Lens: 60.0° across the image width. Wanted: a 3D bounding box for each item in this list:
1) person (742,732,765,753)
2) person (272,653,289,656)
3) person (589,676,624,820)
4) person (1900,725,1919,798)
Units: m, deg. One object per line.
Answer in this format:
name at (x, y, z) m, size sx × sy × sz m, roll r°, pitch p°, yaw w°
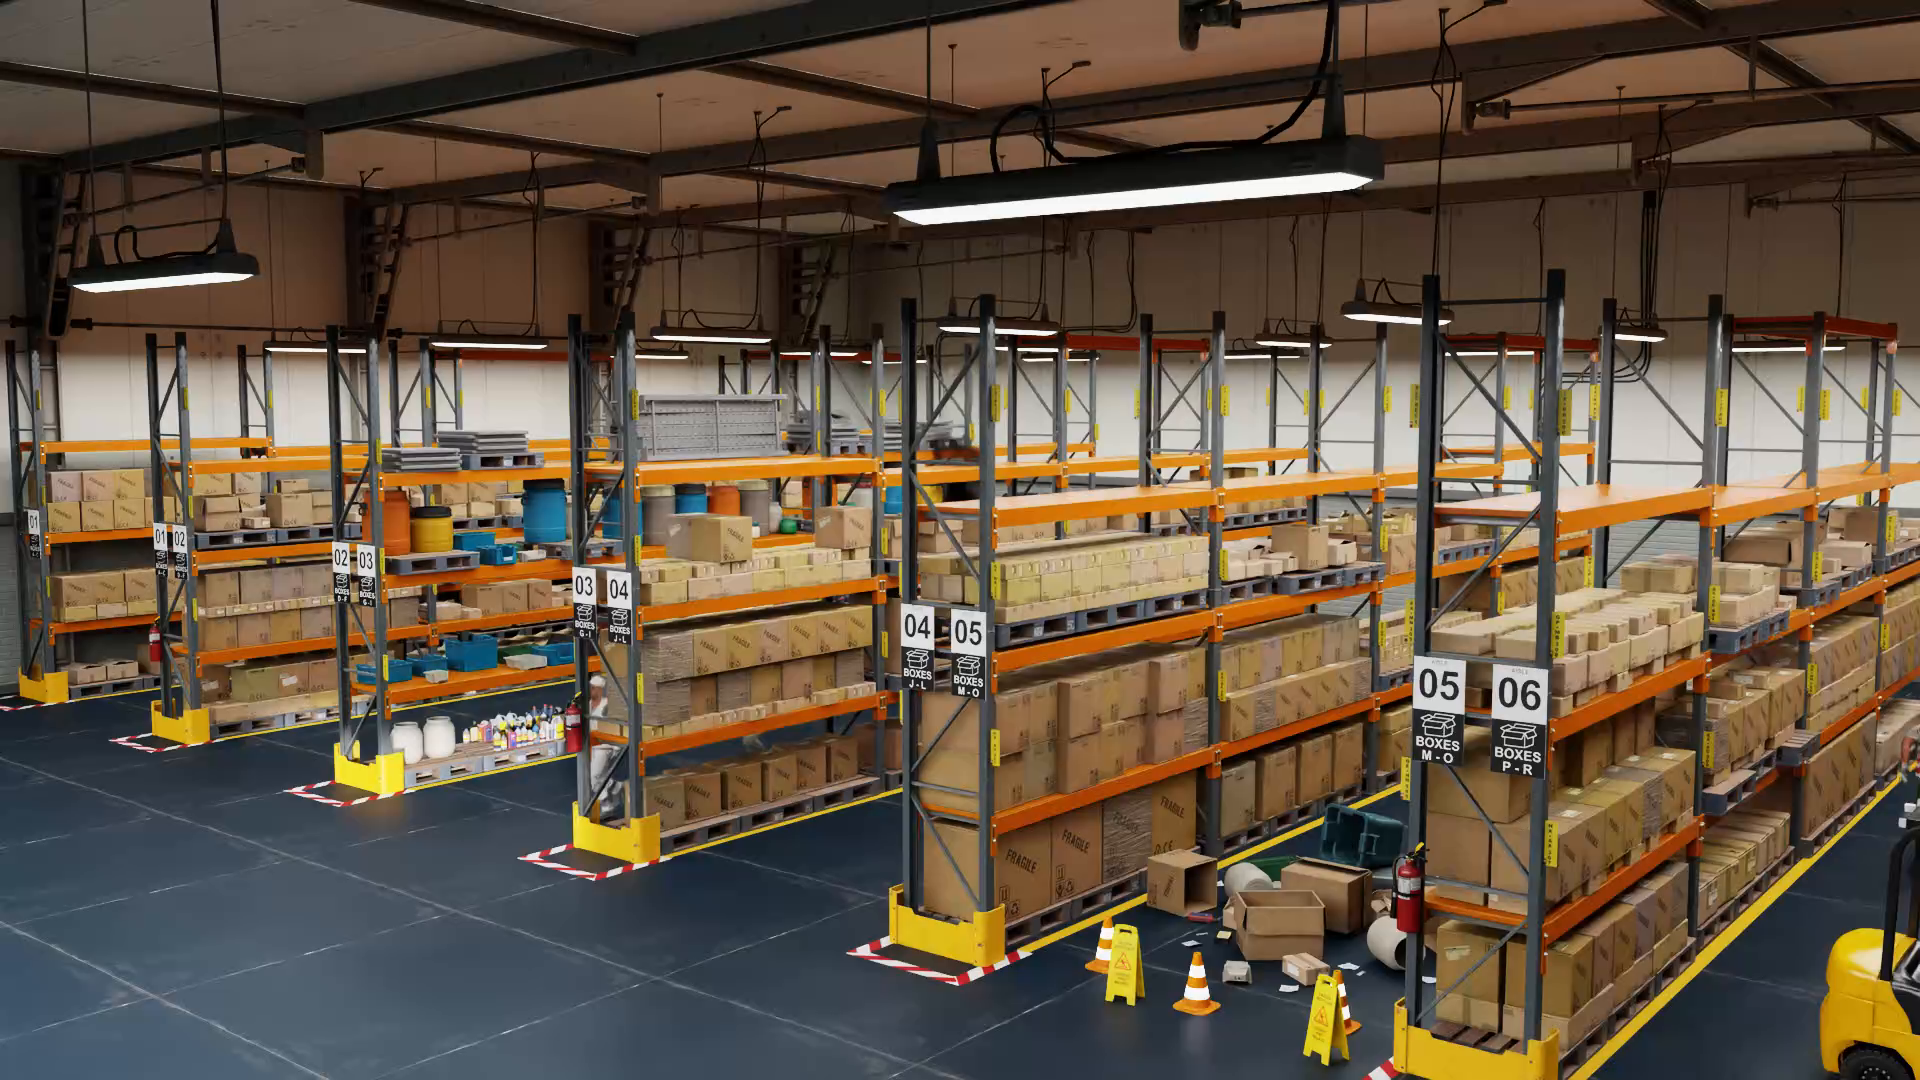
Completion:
person at (-2.770, 2.343, 22.212) m, size 0.601 × 1.644 × 0.630 m, roll 3°, pitch 6°, yaw 34°
person at (-11.257, 1.860, 27.495) m, size 0.602 × 1.662 × 0.932 m, roll 3°, pitch 6°, yaw 32°
person at (-4.352, 2.504, 20.051) m, size 0.660 × 1.744 × 0.614 m, roll 4°, pitch 7°, yaw 39°
person at (10.821, 2.658, 18.449) m, size 0.643 × 1.720 × 0.752 m, roll 5°, pitch 7°, yaw 43°
